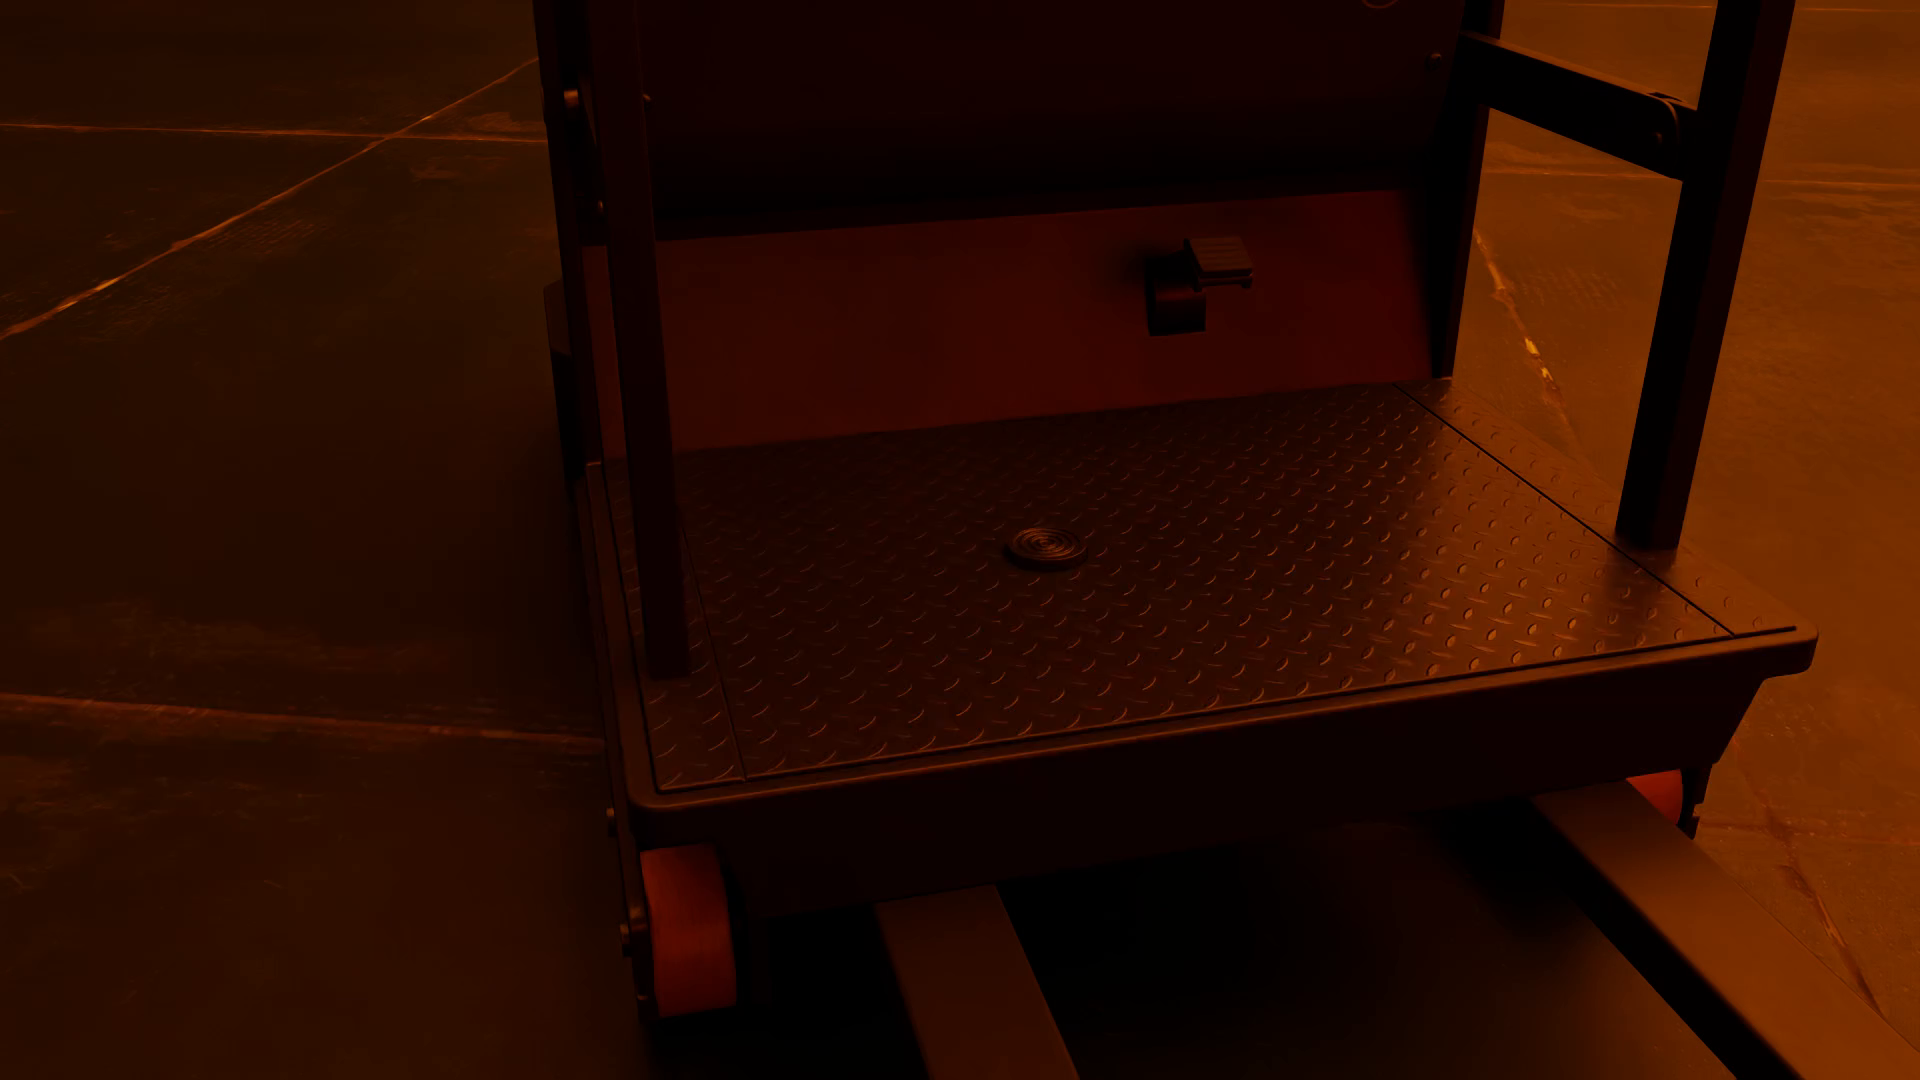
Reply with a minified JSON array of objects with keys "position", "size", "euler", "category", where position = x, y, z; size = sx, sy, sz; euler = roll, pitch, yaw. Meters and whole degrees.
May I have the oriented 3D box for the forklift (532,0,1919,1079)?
[{"position":[0.153,-1.049,1.319],"size":[1.130,2.935,3.031],"euler":[-7,27,-13],"category":"forklift"}]
